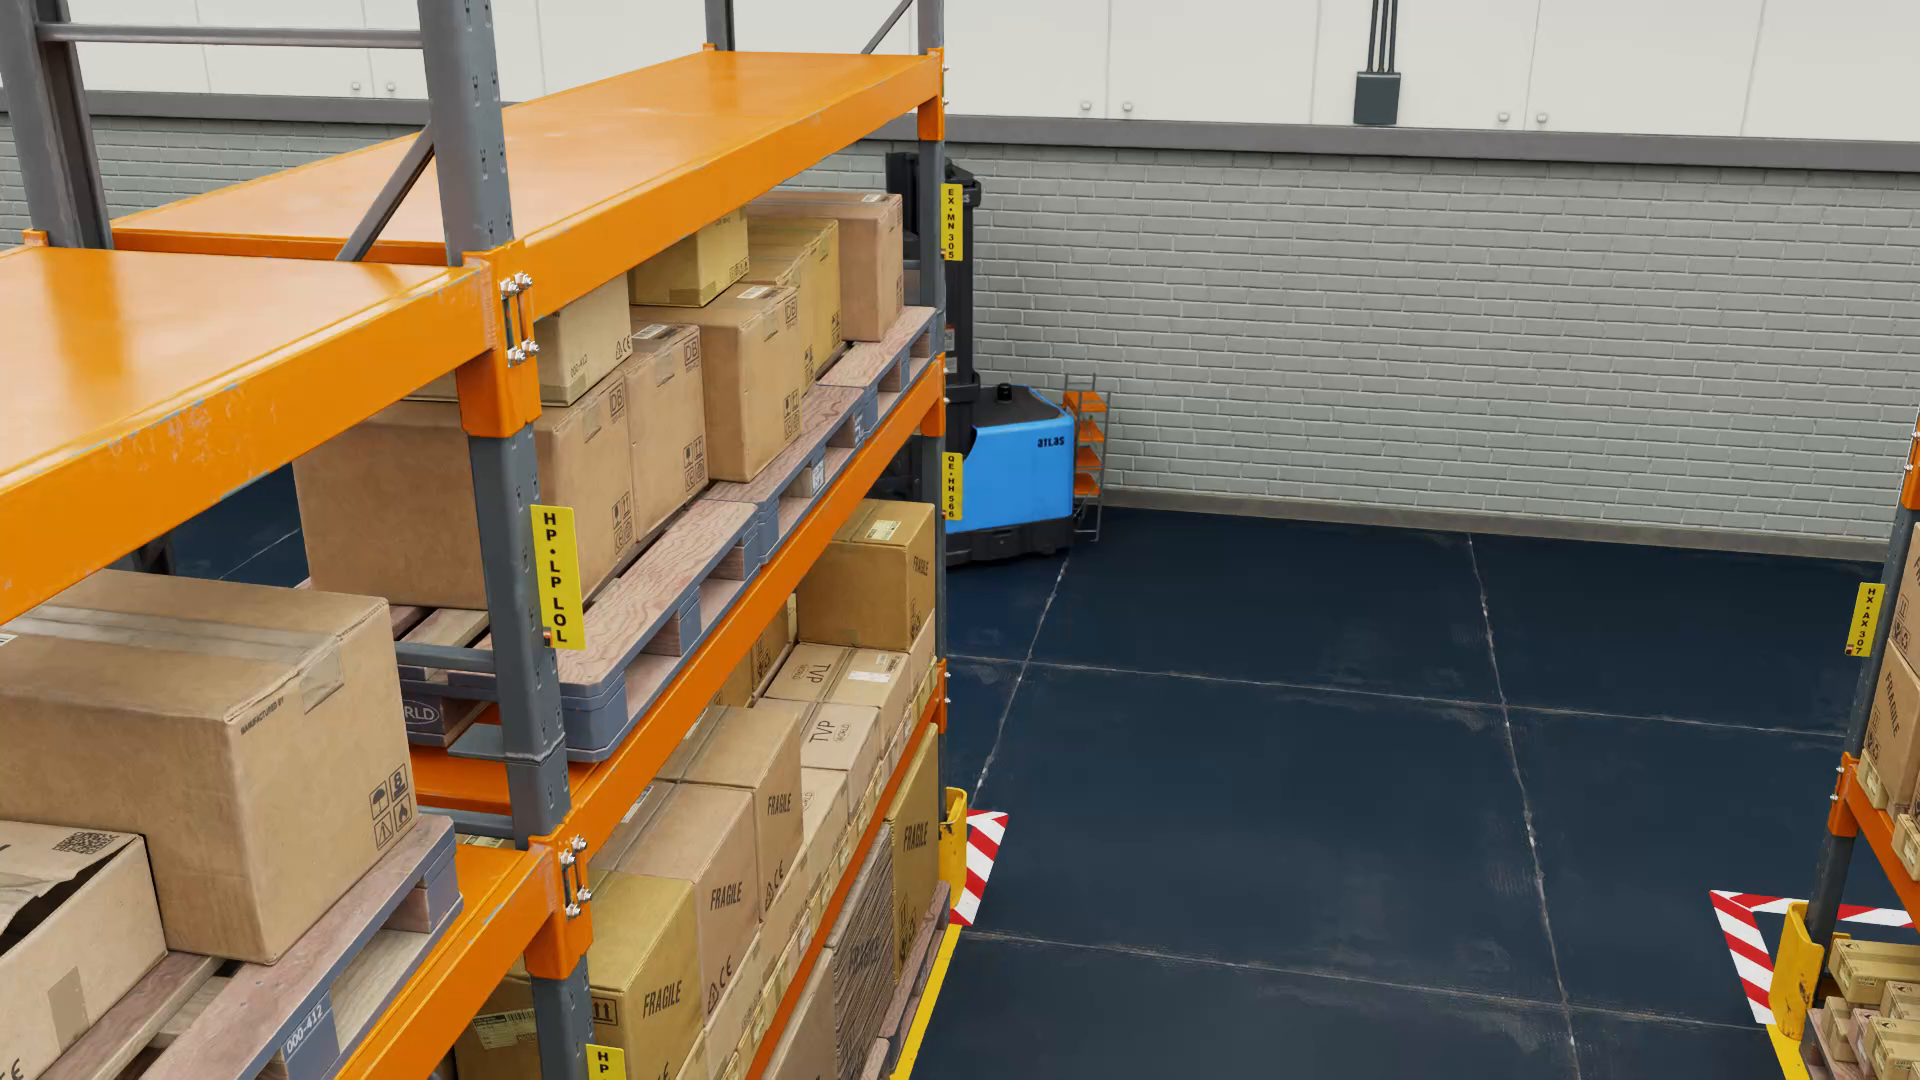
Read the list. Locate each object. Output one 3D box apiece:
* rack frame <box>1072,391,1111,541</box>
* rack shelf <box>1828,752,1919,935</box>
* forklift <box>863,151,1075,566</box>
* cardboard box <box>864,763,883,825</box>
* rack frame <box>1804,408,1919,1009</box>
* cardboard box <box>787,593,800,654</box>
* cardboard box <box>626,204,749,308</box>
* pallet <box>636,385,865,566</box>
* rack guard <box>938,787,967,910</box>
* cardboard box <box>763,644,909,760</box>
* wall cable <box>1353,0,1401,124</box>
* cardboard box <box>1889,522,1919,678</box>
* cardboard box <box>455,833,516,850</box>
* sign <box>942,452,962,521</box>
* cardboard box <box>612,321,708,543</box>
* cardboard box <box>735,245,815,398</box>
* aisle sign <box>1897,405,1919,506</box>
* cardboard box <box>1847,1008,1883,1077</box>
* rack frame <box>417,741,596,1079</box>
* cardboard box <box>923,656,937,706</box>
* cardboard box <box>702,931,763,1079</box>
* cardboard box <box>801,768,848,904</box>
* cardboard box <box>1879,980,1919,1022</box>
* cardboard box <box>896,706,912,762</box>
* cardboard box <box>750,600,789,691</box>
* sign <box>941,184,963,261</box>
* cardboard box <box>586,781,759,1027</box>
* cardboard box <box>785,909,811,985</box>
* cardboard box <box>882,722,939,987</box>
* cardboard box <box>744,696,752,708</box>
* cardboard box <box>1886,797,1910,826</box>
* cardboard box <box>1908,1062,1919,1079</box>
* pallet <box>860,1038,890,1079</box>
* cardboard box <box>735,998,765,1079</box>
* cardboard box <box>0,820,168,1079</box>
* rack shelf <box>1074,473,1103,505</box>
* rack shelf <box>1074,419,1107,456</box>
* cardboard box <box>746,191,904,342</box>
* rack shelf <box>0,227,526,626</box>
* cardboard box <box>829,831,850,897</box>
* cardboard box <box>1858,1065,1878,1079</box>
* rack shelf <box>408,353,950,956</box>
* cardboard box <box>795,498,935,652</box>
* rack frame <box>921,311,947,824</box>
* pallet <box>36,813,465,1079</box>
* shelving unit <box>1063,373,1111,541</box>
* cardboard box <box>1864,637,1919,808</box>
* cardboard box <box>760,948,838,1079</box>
[{"bbox_3d":[0.977,-0.550,12.596,0.240,1.200,0.015,-1,22,-9],"label":"rack frame"},{"bbox_3d":[3.860,1.838,5.237,1.077,0.370,4.000,4,22,11],"label":"rack shelf"},{"bbox_3d":[-0.713,-1.238,12.004,3.031,2.935,1.130,-8,23,-19],"label":"forklift"},{"bbox_3d":[-0.524,1.004,6.683,0.380,0.149,0.250,4,22,10],"label":"cardboard box"},{"bbox_3d":[4.268,0.773,6.919,1.000,3.000,0.127,4,22,11],"label":"rack frame"},{"bbox_3d":[-0.929,0.445,7.537,0.500,0.250,0.500,4,22,9],"label":"cardboard box"},{"bbox_3d":[-0.989,-0.931,5.301,0.500,0.250,0.500,4,22,9],"label":"cardboard box"},{"bbox_3d":[-0.955,-0.273,5.619,1.003,0.211,1.213,4,22,11],"label":"pallet"},{"bbox_3d":[-0.562,1.509,8.438,1.175,0.500,0.348,4,22,11],"label":"rack guard"},{"bbox_3d":[-0.510,0.673,6.971,0.500,0.250,0.500,4,22,10],"label":"cardboard box"},{"bbox_3d":[3.961,-5.722,10.710,2.277,5.999,0.120,4,22,11],"label":"wall cable"},{"bbox_3d":[3.917,0.269,6.300,0.500,0.500,0.500,4,22,11],"label":"cardboard box"},{"bbox_3d":[-1.445,1.033,5.072,0.500,0.500,0.500,5,22,11],"label":"cardboard box"},{"bbox_3d":[-0.039,-0.242,7.574,0.100,0.325,0.005,4,22,11],"label":"sign"},{"bbox_3d":[-1.168,-0.345,4.850,0.700,0.500,0.500,6,23,14],"label":"cardboard box"},{"bbox_3d":[-0.911,-0.737,5.824,0.700,0.500,0.500,3,22,7],"label":"cardboard box"},{"bbox_3d":[3.989,-0.482,6.556,0.394,0.787,0.004,4,22,11],"label":"aisle sign"},{"bbox_3d":[3.799,2.031,6.652,0.380,0.149,0.250,4,22,11],"label":"cardboard box"},{"bbox_3d":[-1.383,1.821,4.317,1.000,3.000,0.127,4,22,11],"label":"rack frame"},{"bbox_3d":[-0.317,0.630,7.611,0.380,0.149,0.250,5,22,12],"label":"cardboard box"},{"bbox_3d":[-0.924,1.419,5.117,0.500,0.250,0.500,4,22,11],"label":"cardboard box"},{"bbox_3d":[-0.716,1.050,6.035,0.500,0.250,0.500,4,22,11],"label":"cardboard box"},{"bbox_3d":[3.890,1.900,6.577,0.380,0.149,0.250,5,22,12],"label":"cardboard box"},{"bbox_3d":[-0.421,0.817,7.145,0.380,0.149,0.250,5,22,11],"label":"cardboard box"},{"bbox_3d":[-1.031,0.280,6.943,0.500,0.500,0.500,4,22,10],"label":"cardboard box"},{"bbox_3d":[-0.039,-1.361,7.123,0.100,0.325,0.005,4,22,11],"label":"sign"},{"bbox_3d":[-0.927,1.069,4.982,0.500,0.500,0.500,4,22,11],"label":"cardboard box"},{"bbox_3d":[-0.733,1.381,5.747,0.380,0.149,0.250,5,22,12],"label":"cardboard box"},{"bbox_3d":[-0.619,1.389,7.672,0.875,0.875,0.875,4,22,11],"label":"cardboard box"},{"bbox_3d":[-1.135,0.819,6.608,0.500,0.250,0.500,4,22,9],"label":"cardboard box"},{"bbox_3d":[3.870,1.079,6.495,0.380,0.149,0.250,5,23,13],"label":"cardboard box"},{"bbox_3d":[3.744,2.080,6.132,0.380,0.149,0.250,3,22,8],"label":"cardboard box"},{"bbox_3d":[-0.905,2.395,6.625,1.003,0.211,1.213,4,22,11],"label":"pallet"},{"bbox_3d":[-0.838,1.566,5.287,0.380,0.149,0.250,4,22,9],"label":"cardboard box"},{"bbox_3d":[-1.695,0.670,2.716,0.500,0.311,0.500,4,22,9],"label":"cardboard box"},{"bbox_3d":[0.927,-0.393,12.917,0.258,0.148,0.480,-1,22,-9],"label":"rack shelf"},{"bbox_3d":[0.948,-0.785,12.762,0.258,0.148,0.480,-1,22,-9],"label":"rack shelf"},{"bbox_3d":[-0.621,-1.127,6.791,0.700,0.500,0.500,3,22,8],"label":"cardboard box"},{"bbox_3d":[-1.791,0.289,1.589,1.077,0.370,4.000,4,22,11],"label":"rack shelf"},{"bbox_3d":[-0.629,1.189,6.223,0.380,0.149,0.250,5,22,12],"label":"cardboard box"},{"bbox_3d":[3.875,2.170,6.705,0.380,0.149,0.250,4,22,11],"label":"cardboard box"},{"bbox_3d":[-0.975,0.032,5.707,1.077,0.370,4.000,4,22,11],"label":"rack shelf"},{"bbox_3d":[-0.409,0.140,7.290,0.500,0.500,0.500,5,22,12],"label":"cardboard box"},{"bbox_3d":[-0.567,0.358,7.949,1.000,3.000,0.127,4,22,11],"label":"rack frame"},{"bbox_3d":[-1.522,0.857,2.951,0.805,0.209,1.217,4,22,9],"label":"pallet"},{"bbox_3d":[0.940,-0.640,12.820,0.258,1.200,0.503,-1,22,-9],"label":"shelving unit"},{"bbox_3d":[3.906,0.732,6.489,0.500,0.500,0.500,6,23,13],"label":"cardboard box"},{"bbox_3d":[-0.987,2.047,6.037,0.875,0.875,0.875,4,22,11],"label":"cardboard box"}]
